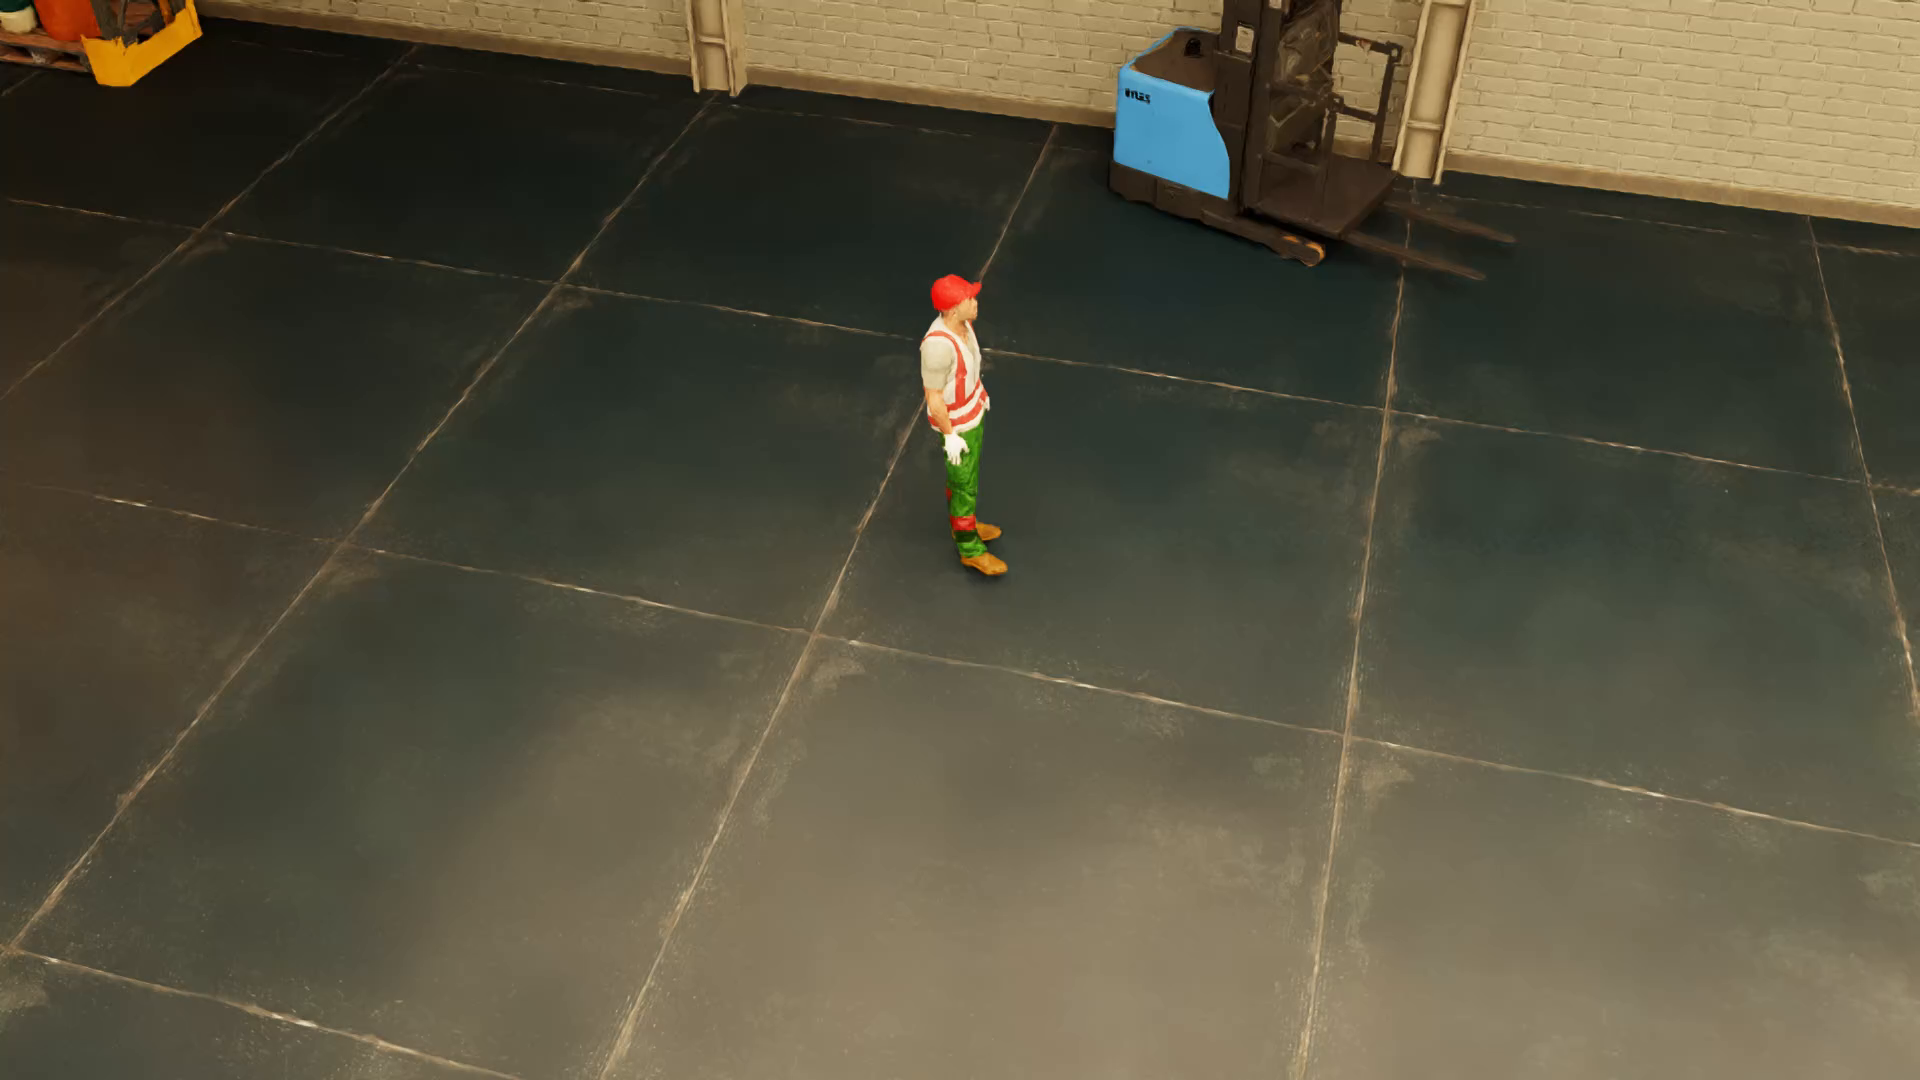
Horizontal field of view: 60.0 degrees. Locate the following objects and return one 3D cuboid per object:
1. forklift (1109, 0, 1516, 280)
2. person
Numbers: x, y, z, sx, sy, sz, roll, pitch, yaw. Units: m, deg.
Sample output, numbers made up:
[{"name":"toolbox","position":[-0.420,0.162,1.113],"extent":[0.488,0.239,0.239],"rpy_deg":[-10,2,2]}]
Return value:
[{"name":"forklift","position":[2.679,-3.546,11.907],"extent":[3.031,2.935,1.130],"rpy_deg":[25,47,26]},{"name":"person","position":[0.075,-0.687,9.441],"extent":[0.563,1.787,0.637],"rpy_deg":[10,42,11]}]
